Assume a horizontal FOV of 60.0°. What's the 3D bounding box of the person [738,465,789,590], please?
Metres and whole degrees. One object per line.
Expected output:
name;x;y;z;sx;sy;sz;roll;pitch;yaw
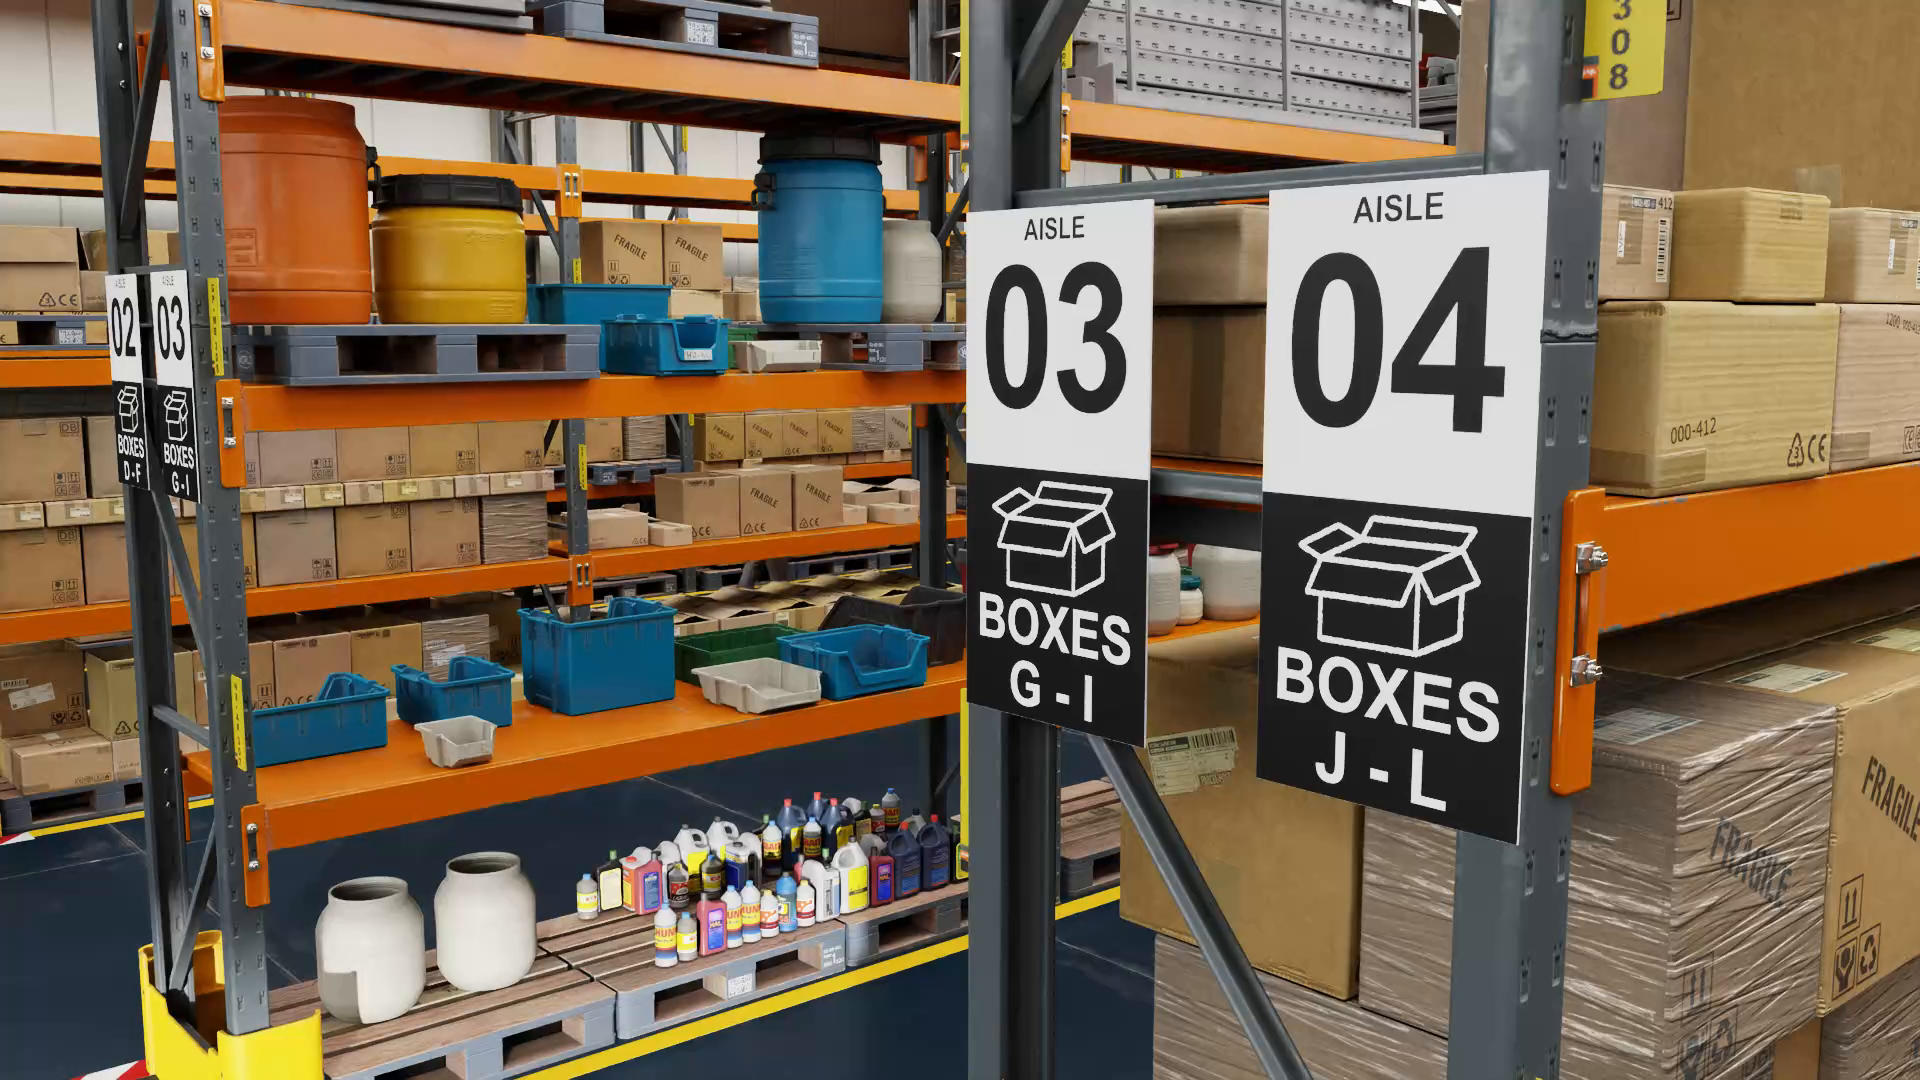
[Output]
person;-1.847;0.137;15.800;0.656;1.711;0.455;-6;9;-36
